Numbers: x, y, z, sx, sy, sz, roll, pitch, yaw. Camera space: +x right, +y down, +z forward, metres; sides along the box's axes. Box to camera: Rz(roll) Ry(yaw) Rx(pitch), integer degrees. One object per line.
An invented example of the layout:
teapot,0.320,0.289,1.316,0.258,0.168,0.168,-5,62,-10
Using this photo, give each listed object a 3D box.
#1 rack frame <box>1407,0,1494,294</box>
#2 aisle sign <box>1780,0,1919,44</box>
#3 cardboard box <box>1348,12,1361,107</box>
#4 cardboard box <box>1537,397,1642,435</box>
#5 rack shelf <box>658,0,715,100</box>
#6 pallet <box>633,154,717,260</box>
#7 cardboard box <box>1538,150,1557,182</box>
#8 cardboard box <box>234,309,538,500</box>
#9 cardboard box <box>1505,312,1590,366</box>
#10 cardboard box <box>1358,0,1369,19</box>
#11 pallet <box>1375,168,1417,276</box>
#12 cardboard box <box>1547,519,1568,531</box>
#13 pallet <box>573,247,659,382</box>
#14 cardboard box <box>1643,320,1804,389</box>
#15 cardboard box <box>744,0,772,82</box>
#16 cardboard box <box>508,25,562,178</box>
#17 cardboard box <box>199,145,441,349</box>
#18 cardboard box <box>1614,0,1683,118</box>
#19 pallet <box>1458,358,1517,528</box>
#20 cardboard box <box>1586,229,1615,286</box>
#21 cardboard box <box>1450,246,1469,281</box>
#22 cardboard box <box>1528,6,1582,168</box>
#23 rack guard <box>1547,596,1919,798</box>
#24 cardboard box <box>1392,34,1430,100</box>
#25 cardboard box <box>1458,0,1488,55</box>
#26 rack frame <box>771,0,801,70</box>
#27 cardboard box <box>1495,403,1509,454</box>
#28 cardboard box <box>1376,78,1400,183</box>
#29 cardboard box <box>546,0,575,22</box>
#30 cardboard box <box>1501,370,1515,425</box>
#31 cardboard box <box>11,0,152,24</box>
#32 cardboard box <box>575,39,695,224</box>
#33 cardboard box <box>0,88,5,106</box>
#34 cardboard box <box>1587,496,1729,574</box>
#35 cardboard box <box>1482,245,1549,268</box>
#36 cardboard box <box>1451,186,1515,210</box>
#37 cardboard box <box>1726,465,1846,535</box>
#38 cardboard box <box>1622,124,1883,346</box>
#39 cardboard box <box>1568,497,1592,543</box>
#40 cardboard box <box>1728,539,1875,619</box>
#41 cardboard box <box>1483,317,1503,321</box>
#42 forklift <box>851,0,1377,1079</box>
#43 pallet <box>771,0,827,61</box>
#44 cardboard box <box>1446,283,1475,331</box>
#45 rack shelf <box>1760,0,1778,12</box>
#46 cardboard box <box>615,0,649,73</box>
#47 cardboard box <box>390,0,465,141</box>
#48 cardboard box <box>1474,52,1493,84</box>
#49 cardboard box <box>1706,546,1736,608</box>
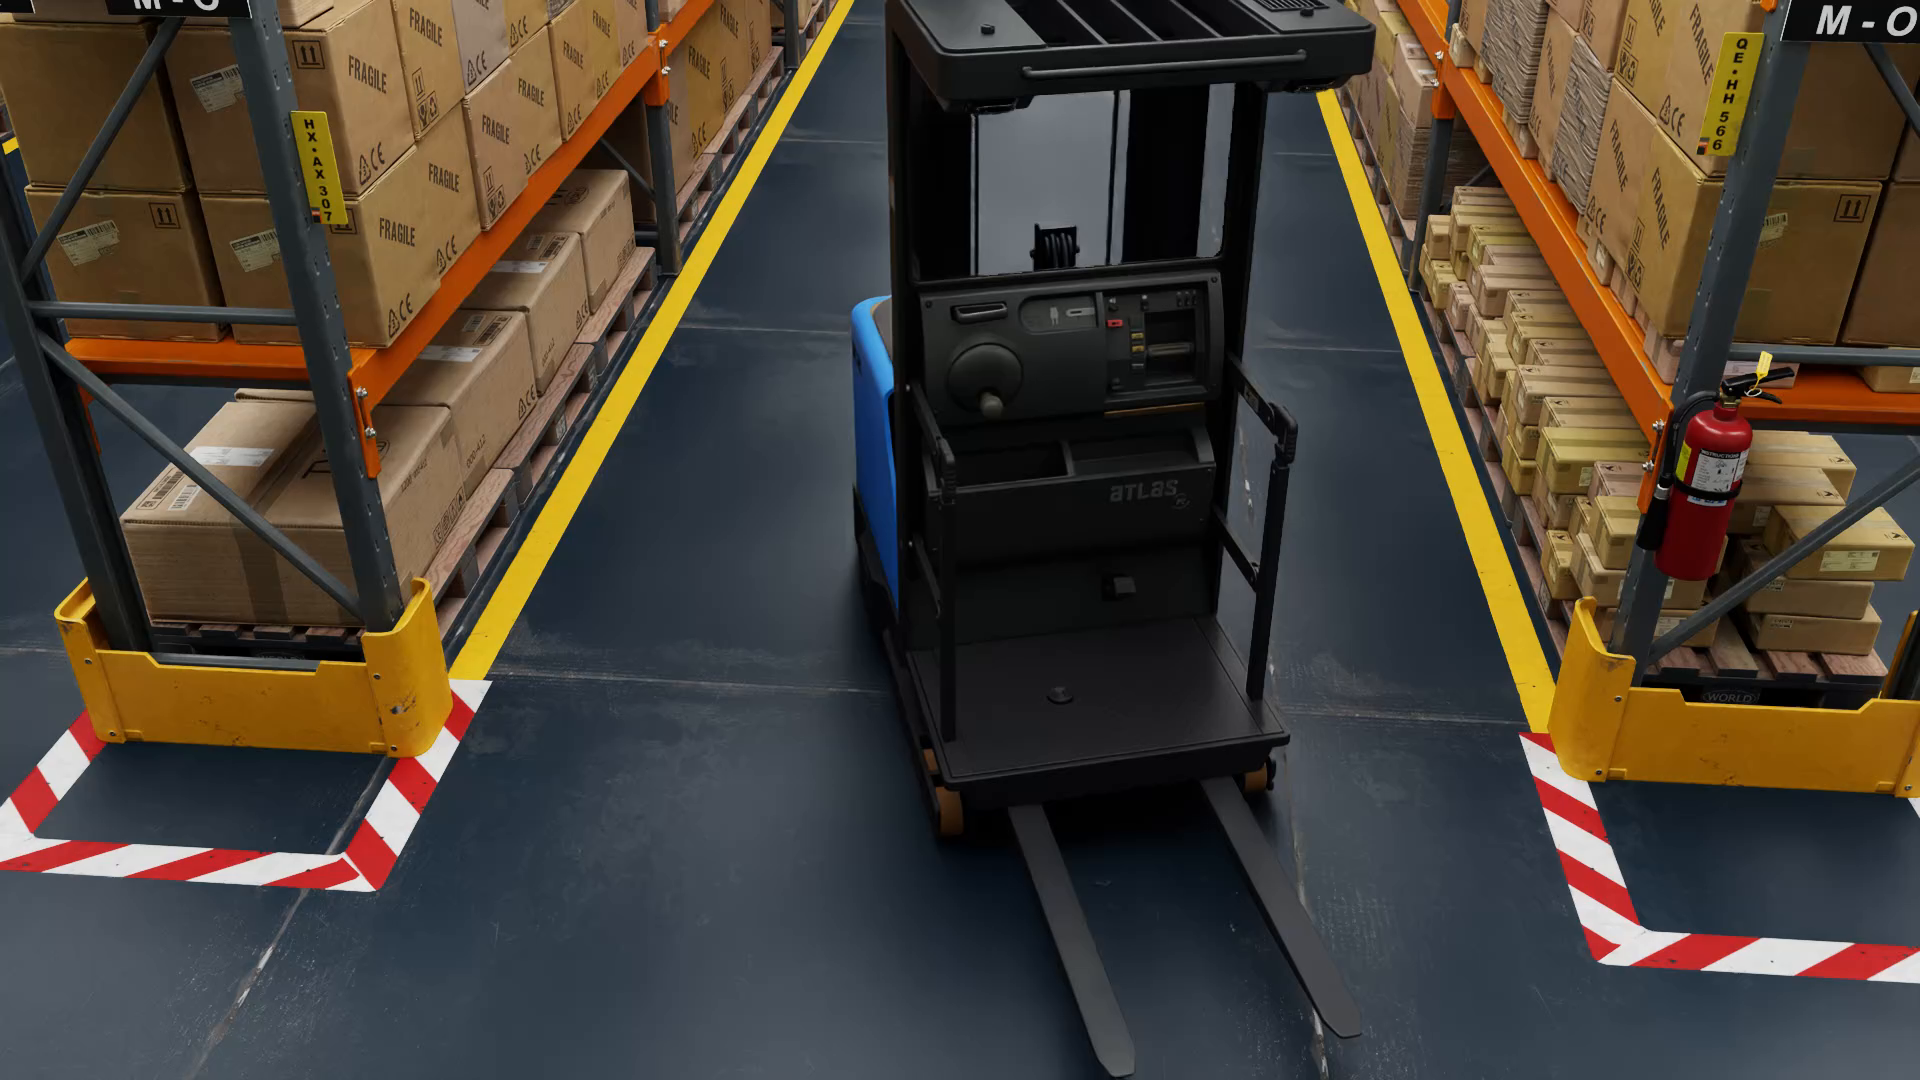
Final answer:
rack frame,2.909,-2.604,8.117,1.000,3.000,0.127,2,32,4
aisle sign,2.279,-1.594,4.000,0.394,0.787,0.004,2,32,4
cardboard box,2.886,-3.189,11.047,0.500,0.500,0.500,3,32,5
cardboard box,2.431,-0.421,6.324,0.380,0.149,0.250,1,32,2
rack shelf,-1.870,-3.502,10.260,1.077,0.370,4.000,2,32,4
pallet,-2.045,-1.982,9.766,1.003,0.211,1.213,2,32,4
cardboard box,2.526,-1.530,6.614,0.380,0.149,0.250,4,32,6
cardboard box,-2.338,-0.588,6.886,0.875,0.438,0.875,3,32,5
cardboard box,2.522,-0.835,6.996,0.380,0.149,0.250,3,32,4
cardboard box,2.896,-3.514,10.861,0.500,0.250,0.500,2,32,3
pallet,2.971,-1.824,9.509,1.003,0.211,1.213,2,32,4
cardboard box,2.446,-0.035,6.265,0.380,0.149,0.250,2,32,4
pallet,-2.172,-1.182,8.466,1.003,0.211,1.213,2,32,4
cardboard box,2.328,-0.588,5.085,0.380,0.149,0.250,2,32,4
cardboard box,-1.846,-3.771,11.635,0.875,0.875,0.875,2,32,4
cardboard box,-1.936,-1.746,6.629,0.500,0.500,0.500,3,32,6
cardboard box,-2.033,-0.953,5.341,0.500,0.500,0.500,2,32,4
cardboard box,2.414,-1.622,5.192,0.500,0.500,0.500,1,32,2
pallet,2.793,-0.425,7.238,1.003,0.211,1.213,2,32,4
cardboard box,2.389,-0.983,5.725,0.380,0.149,0.250,3,32,5
cardboard box,2.630,-1.384,8.170,0.380,0.149,0.250,3,32,4
cardboard box,2.493,-1.723,6.308,0.500,0.500,0.500,4,32,6
rack guard,2.590,0.512,5.443,1.175,0.500,0.348,2,32,4
cardboard box,2.773,-2.707,9.550,0.500,0.250,0.500,4,32,6
cardboard box,2.618,-2.525,7.610,0.500,0.500,0.500,2,32,3
rack frame,-1.707,-4.855,11.768,1.000,3.000,0.127,2,32,4
cardboard box,2.454,-0.443,6.927,0.380,0.149,0.250,3,32,5
cardboard box,2.761,-2.385,9.743,0.500,0.500,0.500,2,32,3
cardboard box,-1.877,-2.441,6.804,0.500,0.500,0.500,3,32,5
cardboard box,2.451,-0.569,6.848,0.380,0.149,0.250,4,32,6
cardboard box,-2.529,-1.612,4.840,0.380,0.149,0.250,3,32,5
cardboard box,-2.062,-2.365,9.353,0.875,0.875,0.875,3,32,6
cardboard box,-6.589,-3.142,10.971,0.500,0.500,0.500,1,32,2
cardboard box,2.374,-0.019,5.671,0.380,0.149,0.250,3,32,5
cardboard box,2.623,-1.238,7.650,0.380,0.149,0.250,2,32,3
cardboard box,2.675,-1.651,8.321,0.380,0.149,0.250,4,32,6
cardboard box,2.867,-0.140,5.868,0.380,0.149,0.250,3,32,5
cardboard box,2.364,-0.928,5.018,0.500,0.500,0.500,3,32,5
cardboard box,2.417,-0.027,5.968,0.380,0.149,0.250,2,32,3
cardboard box,2.882,0.133,5.709,0.380,0.149,0.250,4,32,6
cardboard box,2.575,-0.971,7.500,0.380,0.149,0.250,4,32,6
forklift,0.390,-0.529,4.815,1.130,2.935,3.031,-6,32,-10
pallet,-1.642,-4.076,13.163,1.003,0.211,1.213,2,32,4
cardboard box,2.569,-1.121,8.028,0.380,0.149,0.250,2,32,4
rack shelf,2.746,-2.529,5.822,1.077,0.370,4.000,2,32,4
cardboard box,-1.816,-2.552,7.937,0.500,0.500,0.500,3,32,4
cardboard box,-2.000,-1.649,5.518,0.500,0.500,0.500,2,32,3
cardboard box,2.613,-2.225,7.741,0.380,0.149,0.250,3,32,5
cardboard box,2.885,0.122,6.011,0.380,0.149,0.250,2,32,4
